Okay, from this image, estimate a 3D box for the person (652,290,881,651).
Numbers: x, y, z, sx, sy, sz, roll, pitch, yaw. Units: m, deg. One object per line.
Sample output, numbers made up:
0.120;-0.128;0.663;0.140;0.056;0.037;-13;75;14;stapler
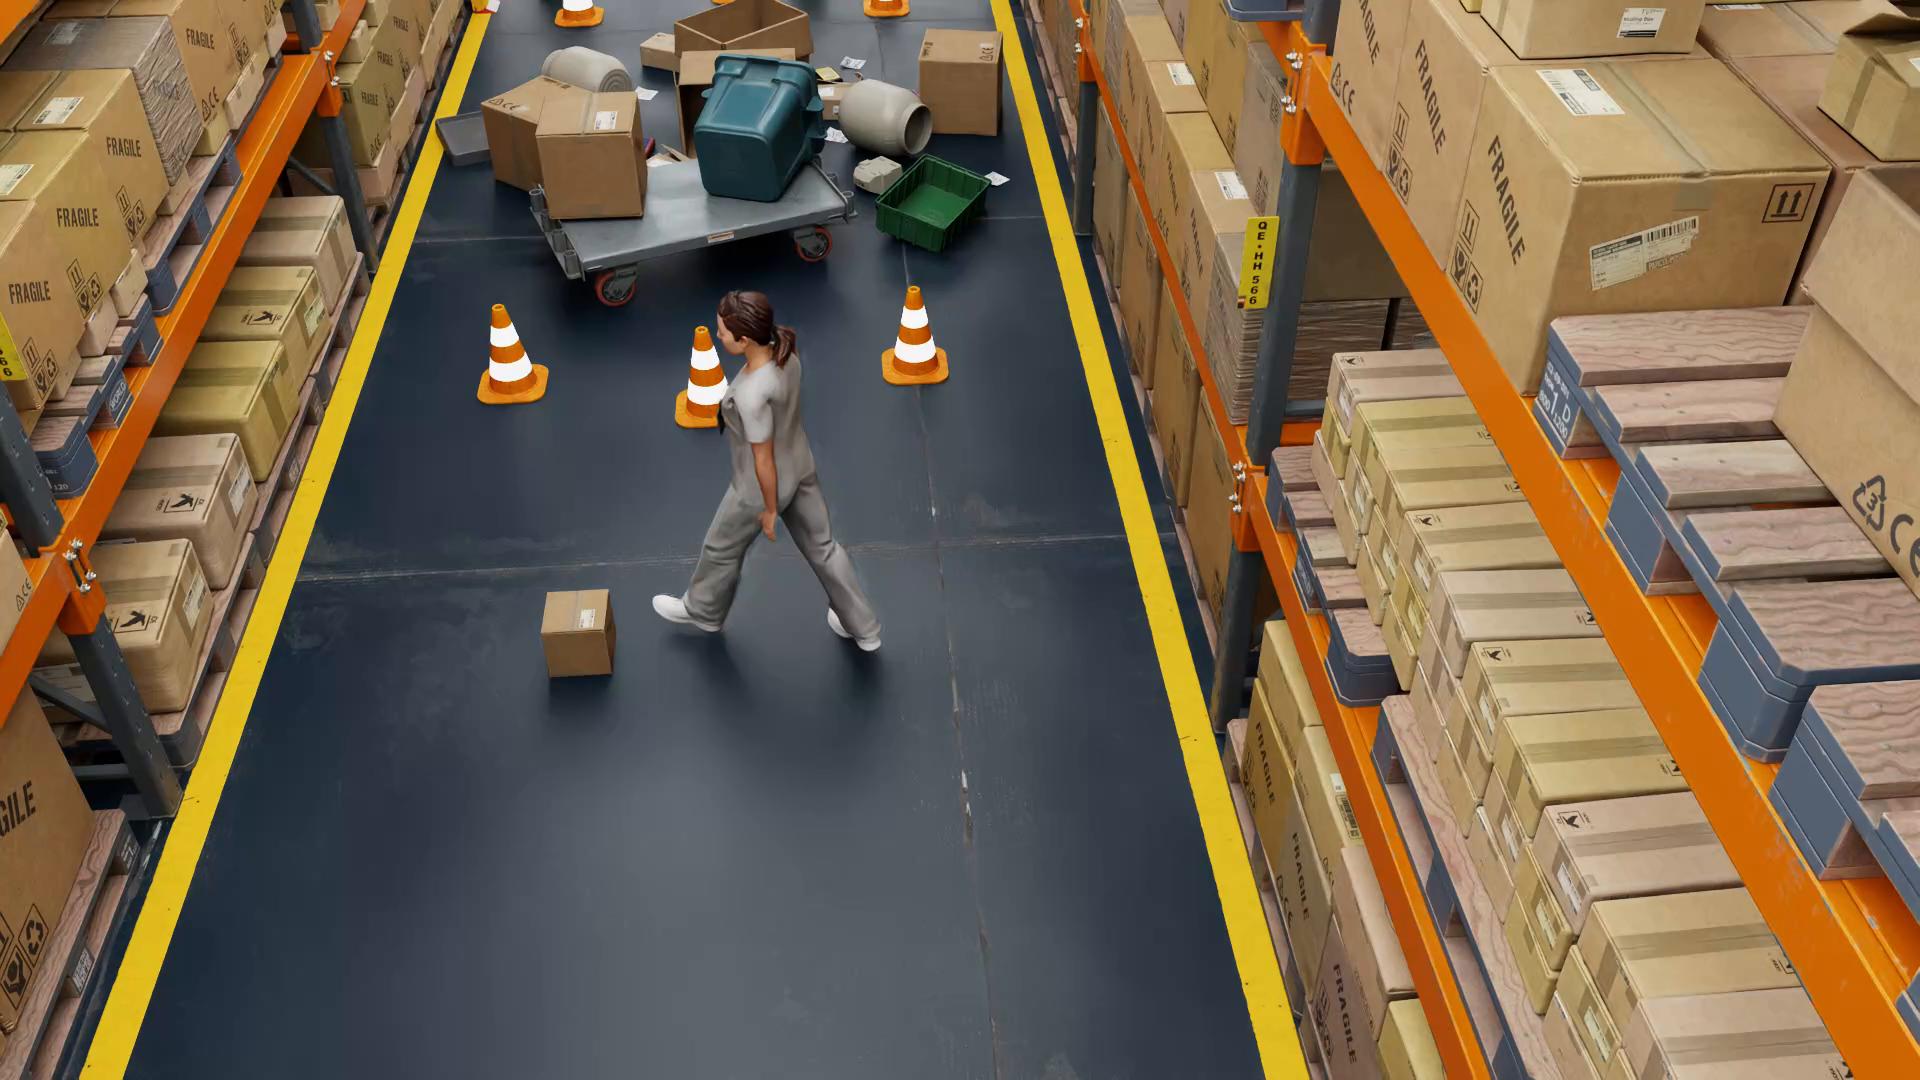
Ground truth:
-0.775;-0.266;6.465;0.959;1.630;0.436;17;42;19;person
